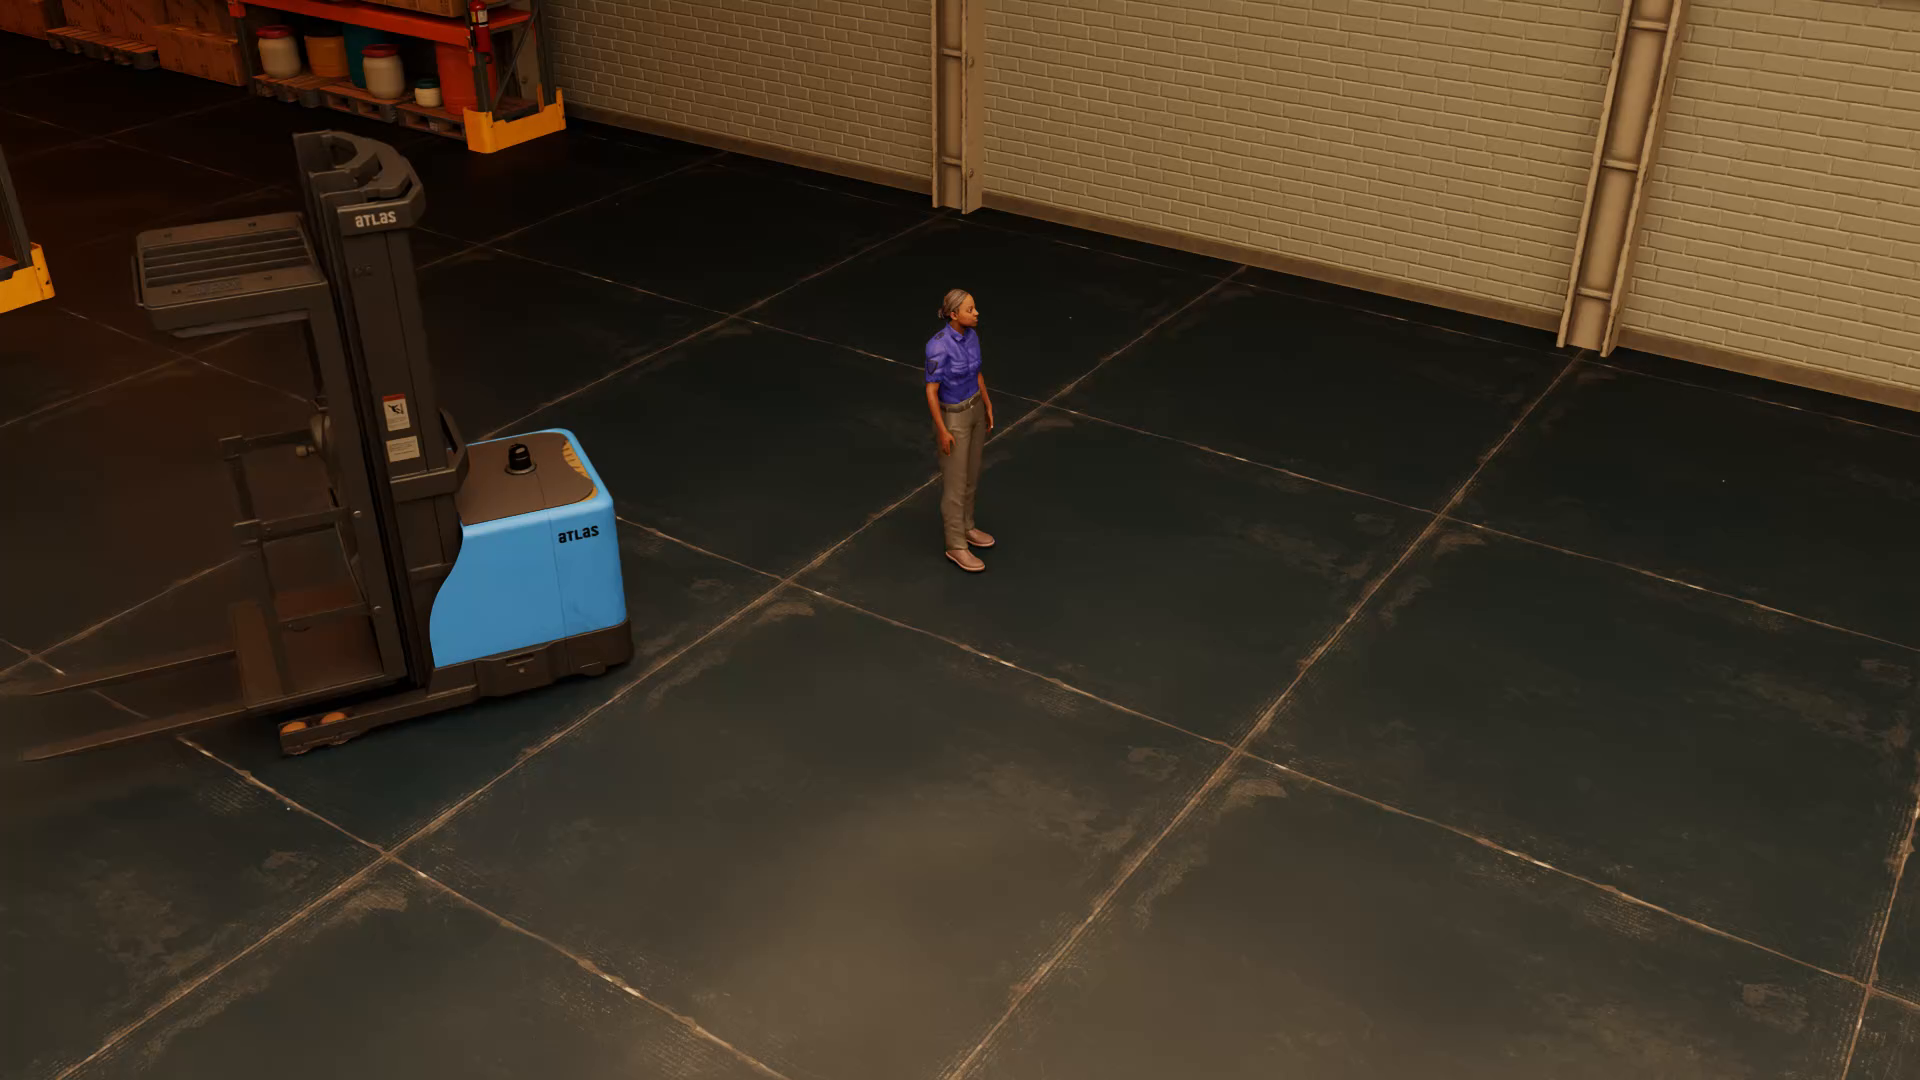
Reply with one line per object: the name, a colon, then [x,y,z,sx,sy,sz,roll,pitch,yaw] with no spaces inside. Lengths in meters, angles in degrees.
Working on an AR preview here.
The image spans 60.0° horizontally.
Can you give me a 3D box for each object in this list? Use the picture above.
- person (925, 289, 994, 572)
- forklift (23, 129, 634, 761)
person: [0.061,-0.689,10.024,0.504,1.654,0.569,19,35,29]
forklift: [-3.379,-0.462,8.377,3.031,2.935,1.130,-13,33,-22]
